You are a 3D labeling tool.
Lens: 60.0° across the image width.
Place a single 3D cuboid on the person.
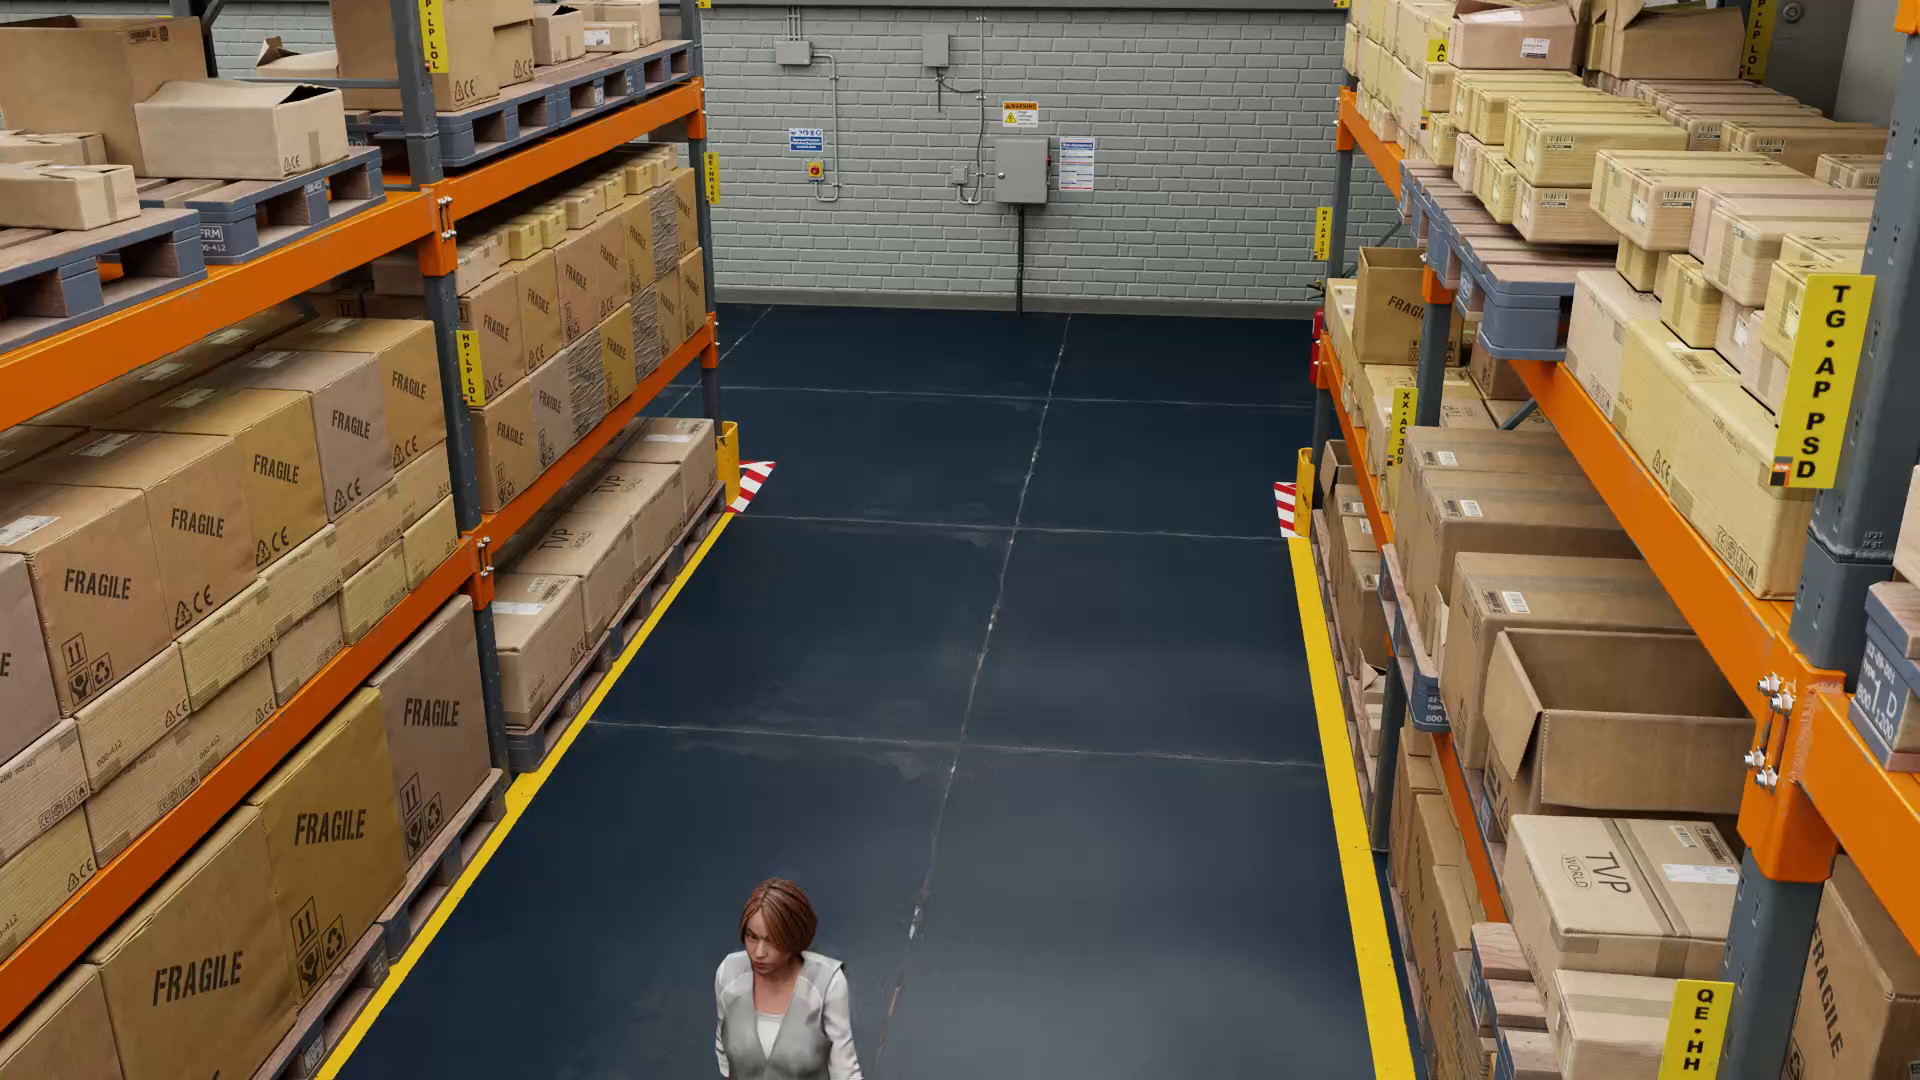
[{"bbox_3d":[-0.465,1.618,4.470,0.422,1.537,0.963,2,22,4],"label":"person"}]
